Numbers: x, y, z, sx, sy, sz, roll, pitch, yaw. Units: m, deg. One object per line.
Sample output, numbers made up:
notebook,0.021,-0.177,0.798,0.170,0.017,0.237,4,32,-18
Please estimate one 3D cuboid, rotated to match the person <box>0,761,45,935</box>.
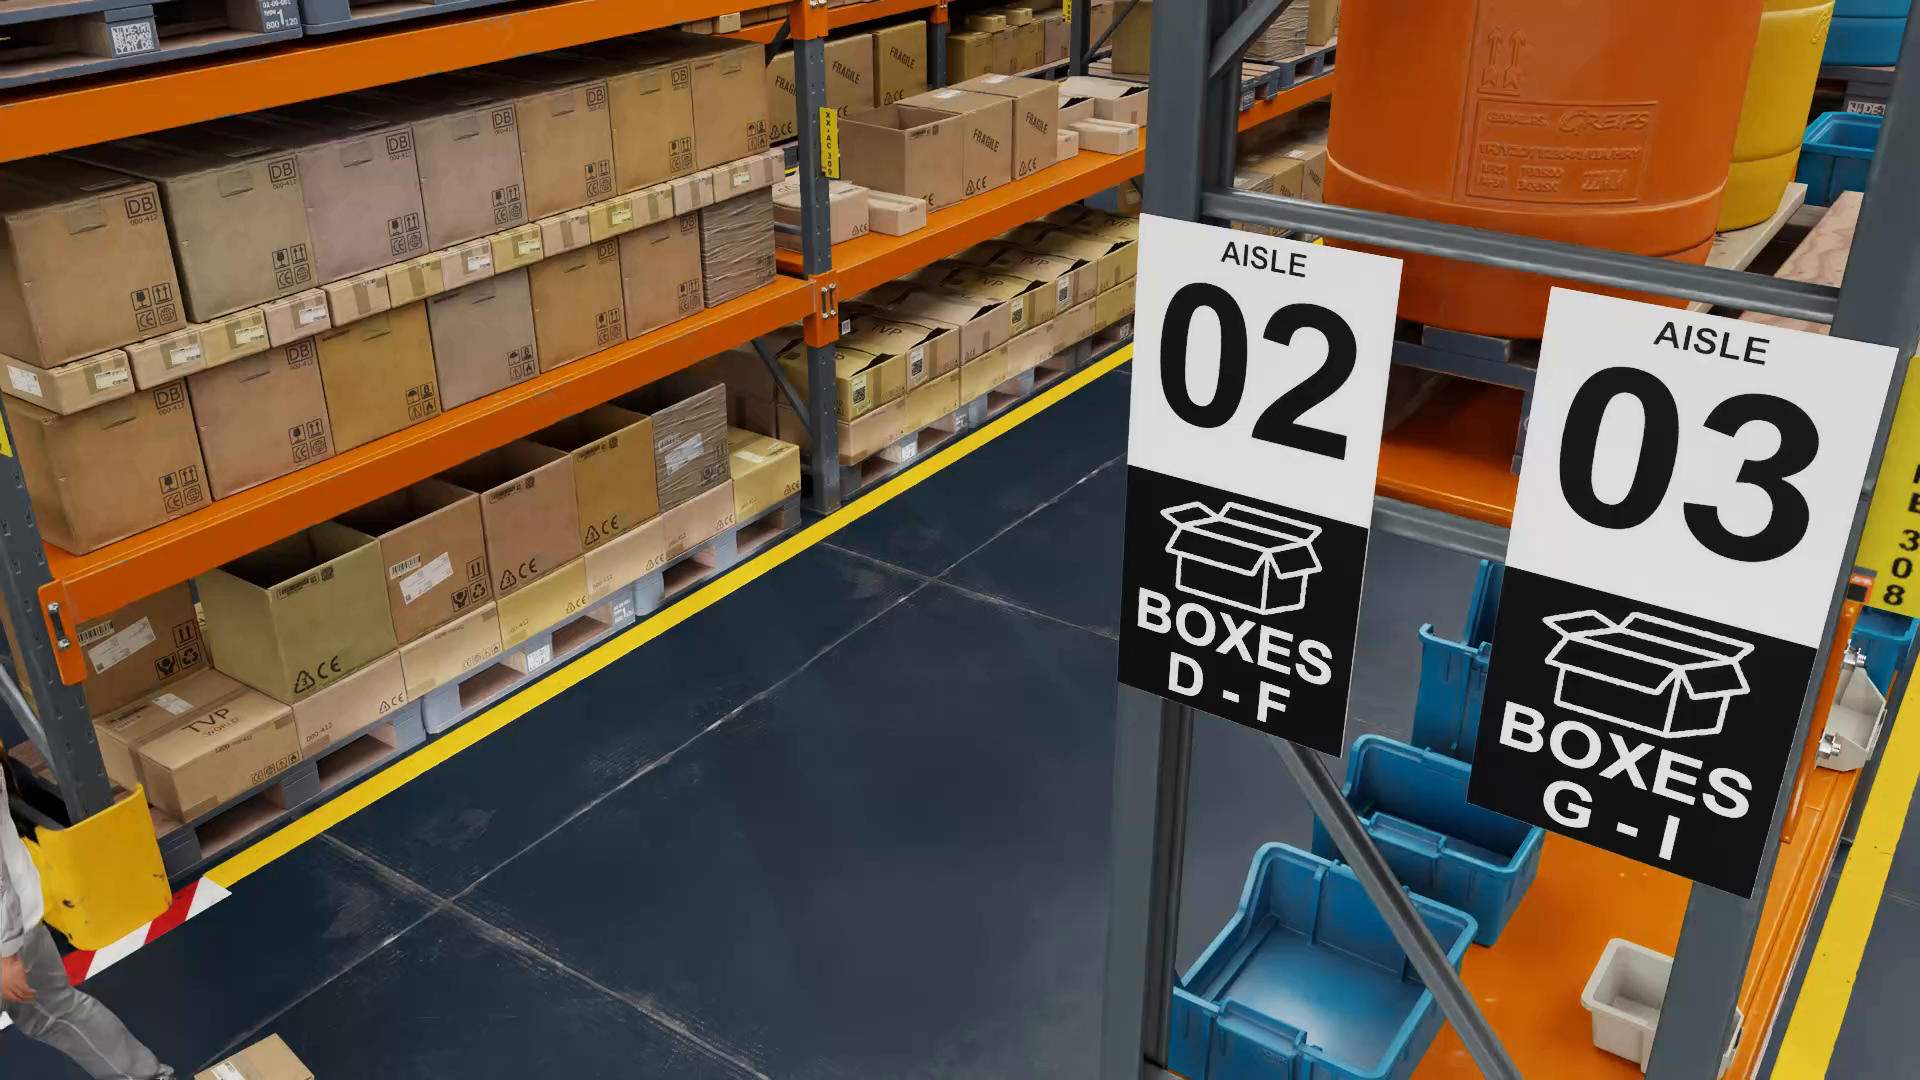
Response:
person,-2.761,1.059,4.475,0.876,1.718,0.516,-14,30,-26
